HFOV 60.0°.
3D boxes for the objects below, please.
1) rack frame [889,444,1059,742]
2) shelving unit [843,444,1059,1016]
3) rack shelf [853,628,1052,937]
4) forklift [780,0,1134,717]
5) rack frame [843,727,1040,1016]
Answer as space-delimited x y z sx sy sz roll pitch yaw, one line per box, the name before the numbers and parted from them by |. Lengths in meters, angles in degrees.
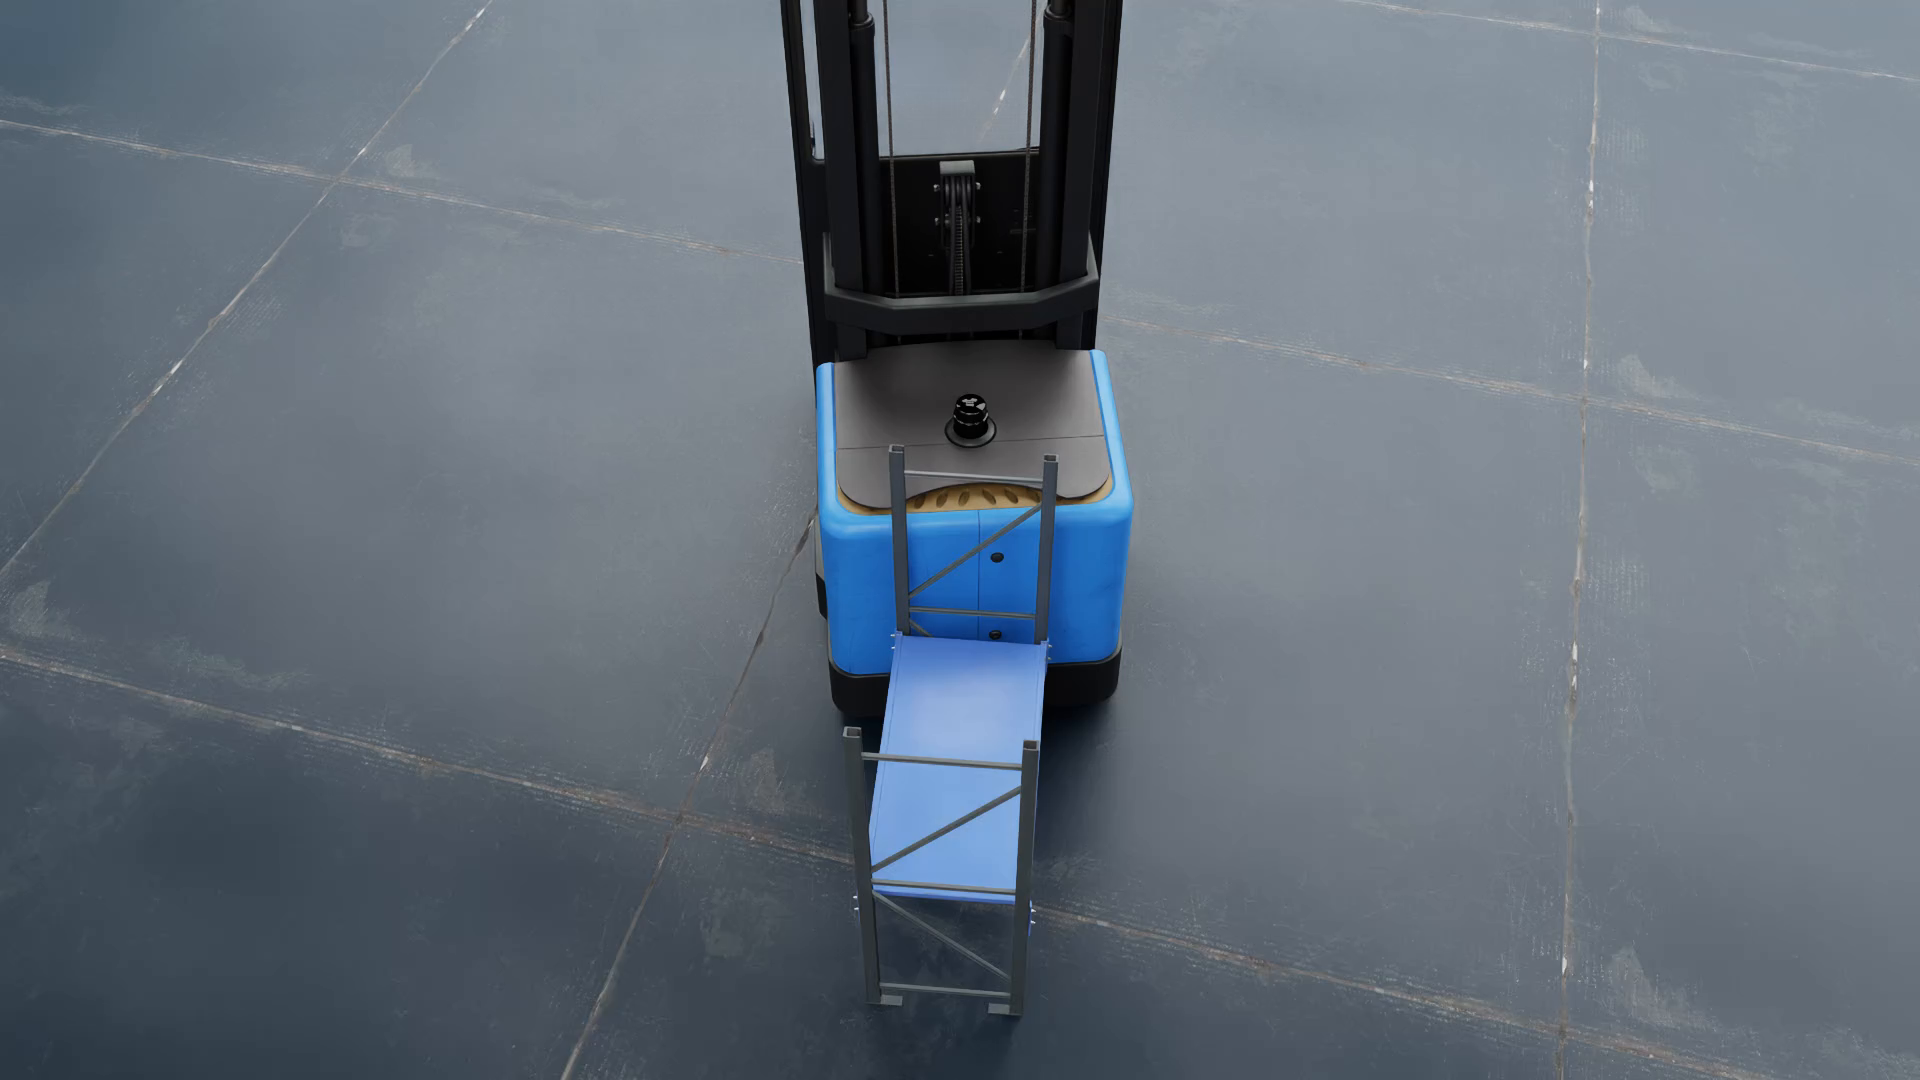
rack frame | 0.040 0.241 5.456 0.500 1.500 0.032 4 49 3
shelving unit | -0.004 0.621 5.121 0.538 1.500 1.048 4 49 3
rack shelf | -0.004 0.740 5.255 0.538 0.185 1.000 4 49 3
forklift | -7.893 2.832 2.214 17.602 2.935 13.267 -3 49 -3
rack frame | -0.047 1.001 4.785 0.500 1.500 0.032 4 49 3
